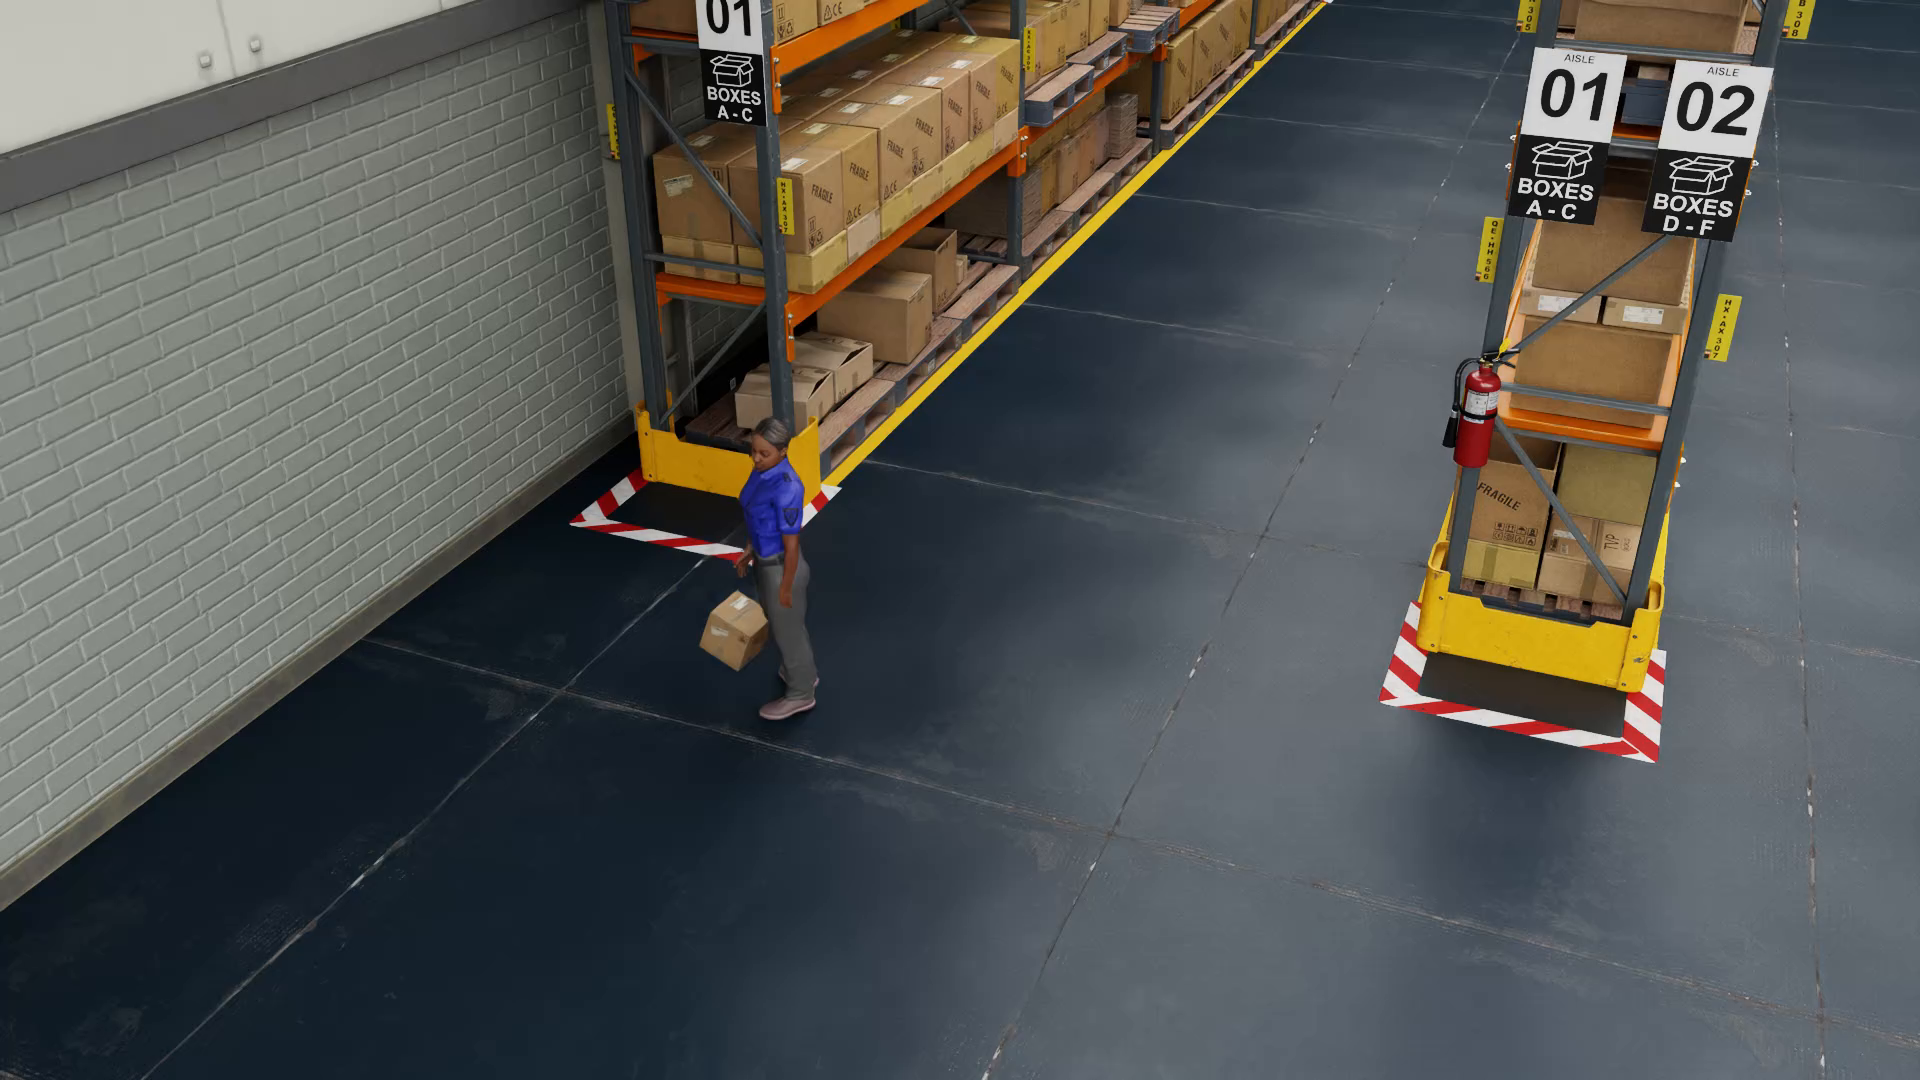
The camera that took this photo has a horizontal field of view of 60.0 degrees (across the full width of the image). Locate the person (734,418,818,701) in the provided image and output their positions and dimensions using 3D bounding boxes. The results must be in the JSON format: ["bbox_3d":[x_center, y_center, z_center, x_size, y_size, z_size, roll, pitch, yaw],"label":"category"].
[{"bbox_3d":[-0.880,0.116,8.091,0.391,1.589,0.481,-9,31,-15],"label":"person"}]
